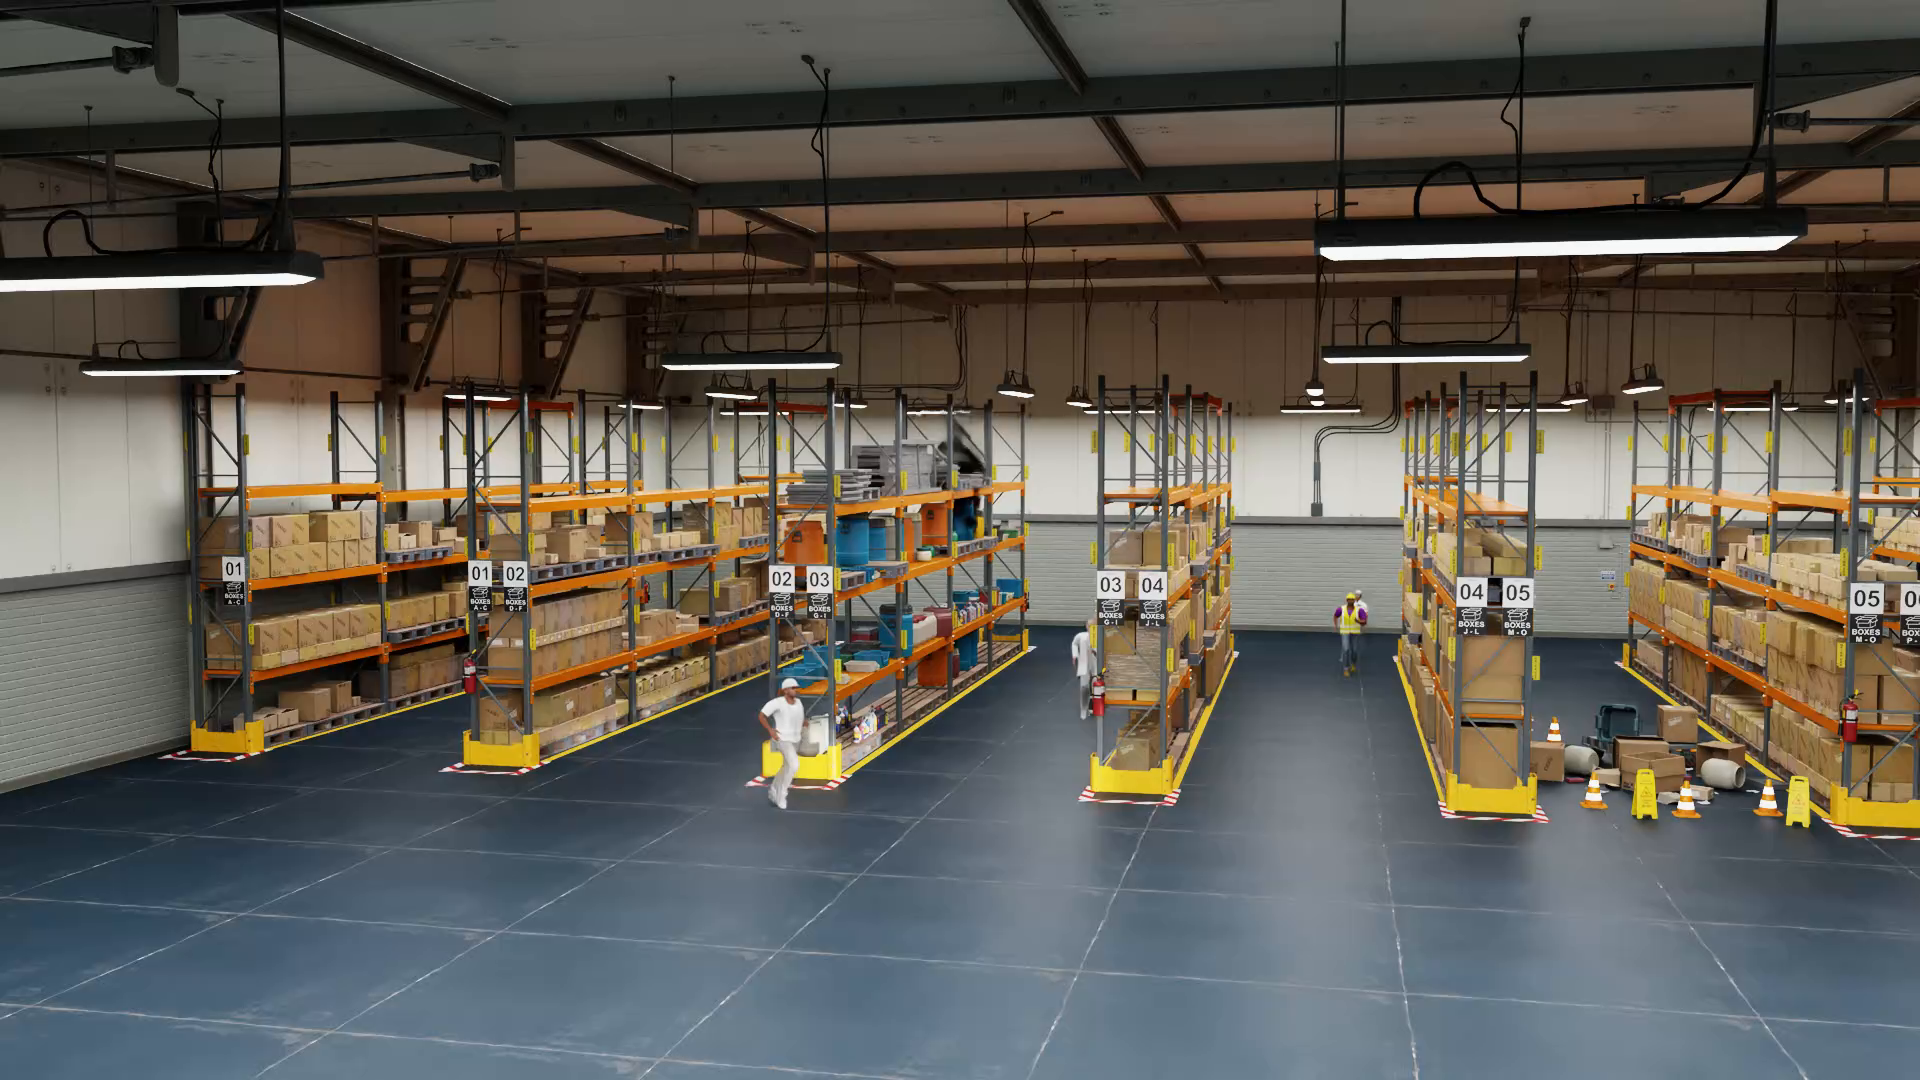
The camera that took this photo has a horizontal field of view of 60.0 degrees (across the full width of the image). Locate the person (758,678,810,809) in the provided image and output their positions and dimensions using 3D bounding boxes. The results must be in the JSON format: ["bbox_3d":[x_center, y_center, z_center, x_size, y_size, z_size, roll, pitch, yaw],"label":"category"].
[{"bbox_3d":[-2.390,2.818,23.120,0.649,1.797,0.689,2,4,35],"label":"person"}]

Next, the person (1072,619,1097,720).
[{"bbox_3d":[2.389,2.373,30.536,0.667,1.843,0.822,0,3,4],"label":"person"}]

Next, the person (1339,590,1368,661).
[{"bbox_3d":[9.156,1.987,38.628,0.643,1.652,0.766,3,5,44],"label":"person"}]

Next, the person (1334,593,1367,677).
[{"bbox_3d":[8.443,2.033,35.966,0.695,1.766,0.970,1,3,11],"label":"person"}]
